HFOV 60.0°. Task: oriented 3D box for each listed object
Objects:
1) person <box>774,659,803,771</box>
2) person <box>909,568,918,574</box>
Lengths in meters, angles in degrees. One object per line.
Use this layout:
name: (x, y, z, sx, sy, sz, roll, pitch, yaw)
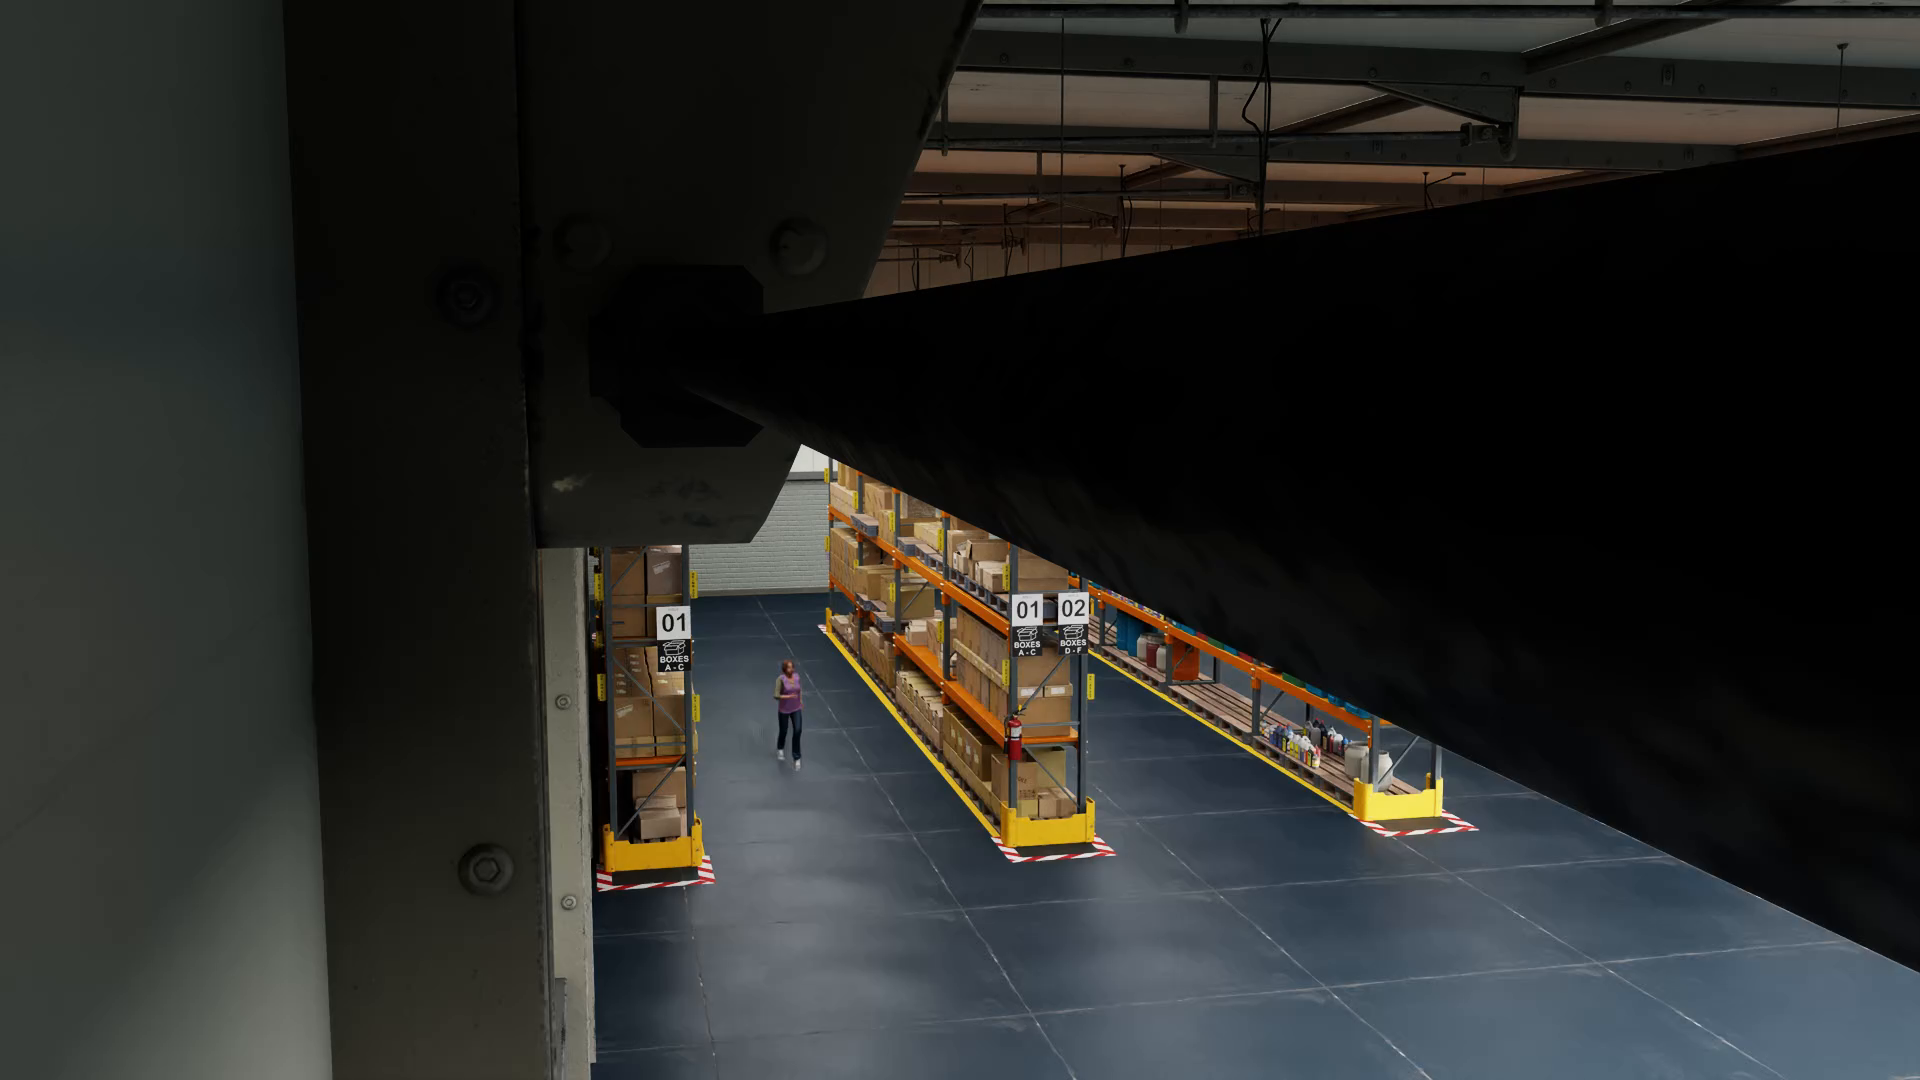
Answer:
person: (-2.569, 2.574, 24.856, 0.498, 1.625, 0.822, -3, 7, -21)
person: (-1.213, 1.022, 37.488, 0.711, 1.741, 0.727, -5, 8, -36)
